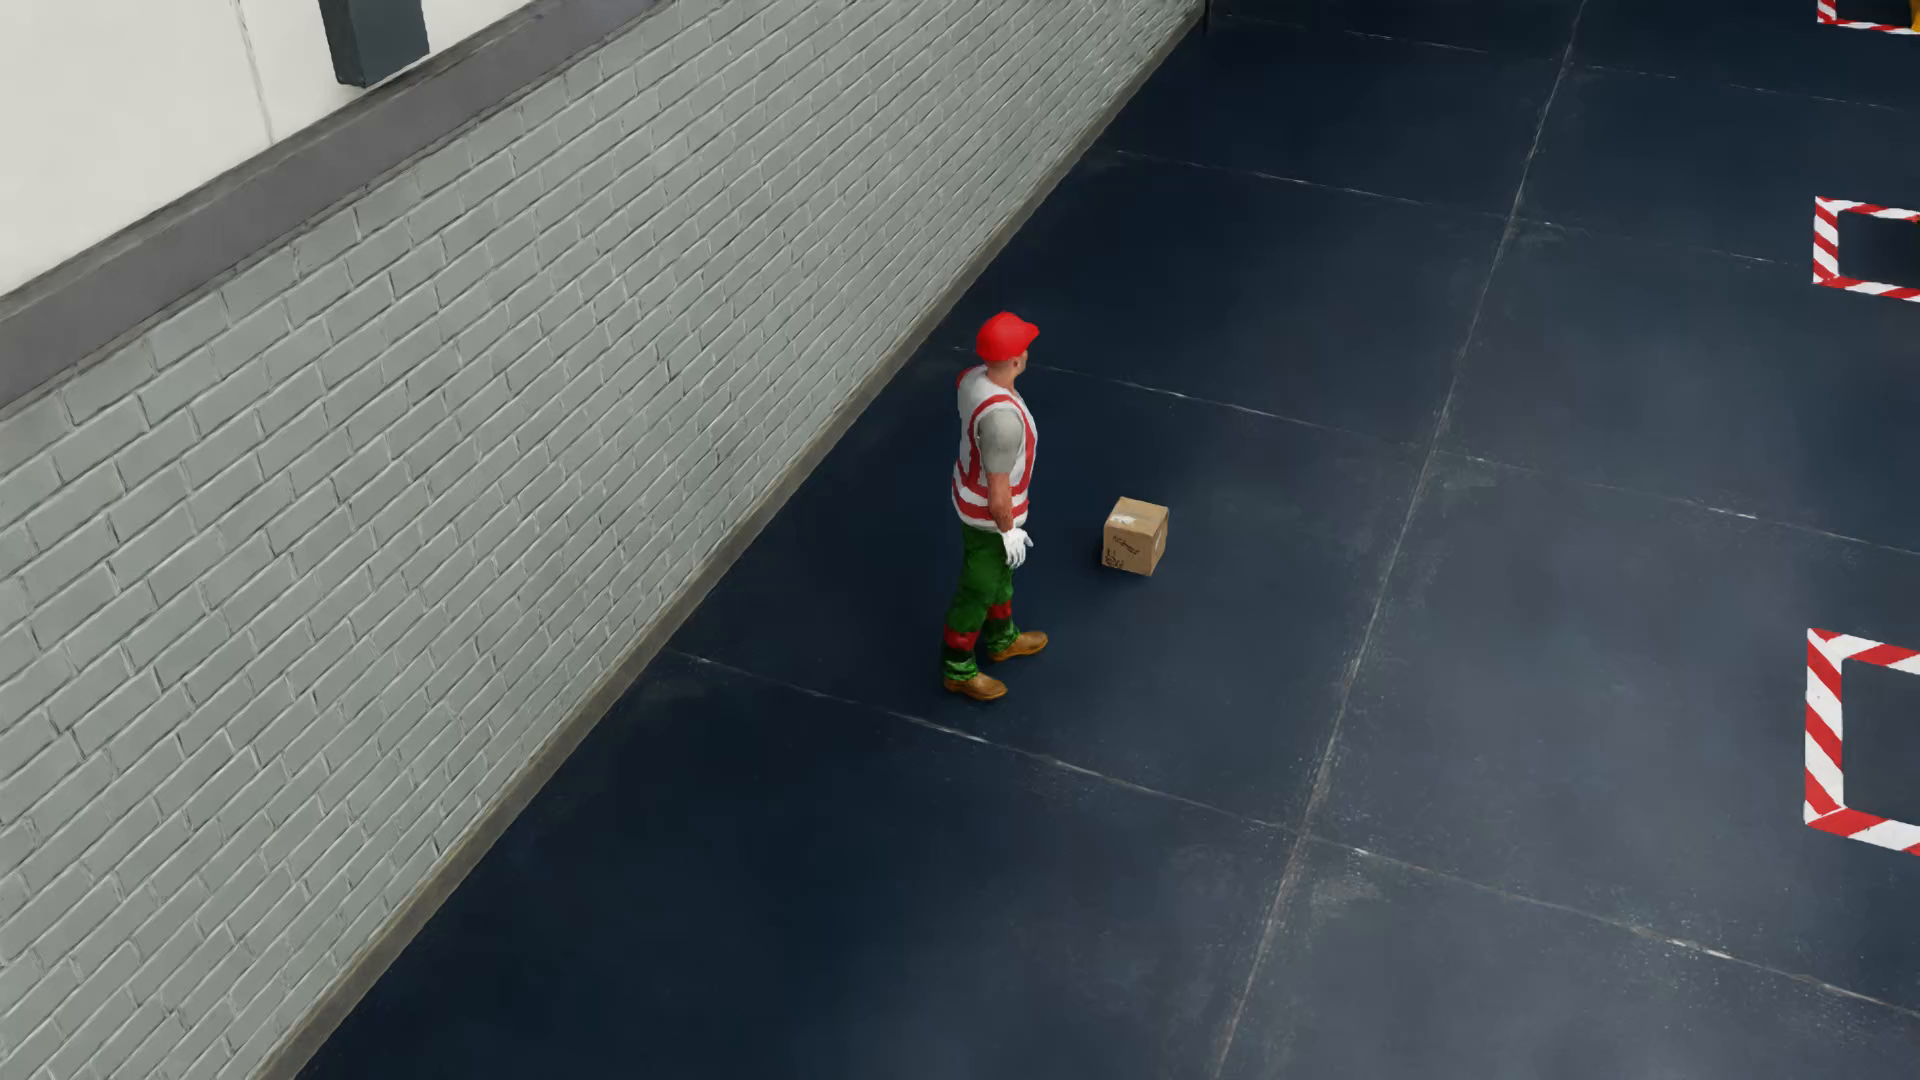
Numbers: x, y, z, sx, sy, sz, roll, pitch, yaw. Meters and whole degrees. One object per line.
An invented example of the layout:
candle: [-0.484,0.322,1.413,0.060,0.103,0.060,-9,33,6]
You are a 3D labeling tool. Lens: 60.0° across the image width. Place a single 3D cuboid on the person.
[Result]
person: [0.162,-0.138,6.972,0.524,1.793,0.548,-4,37,-5]
